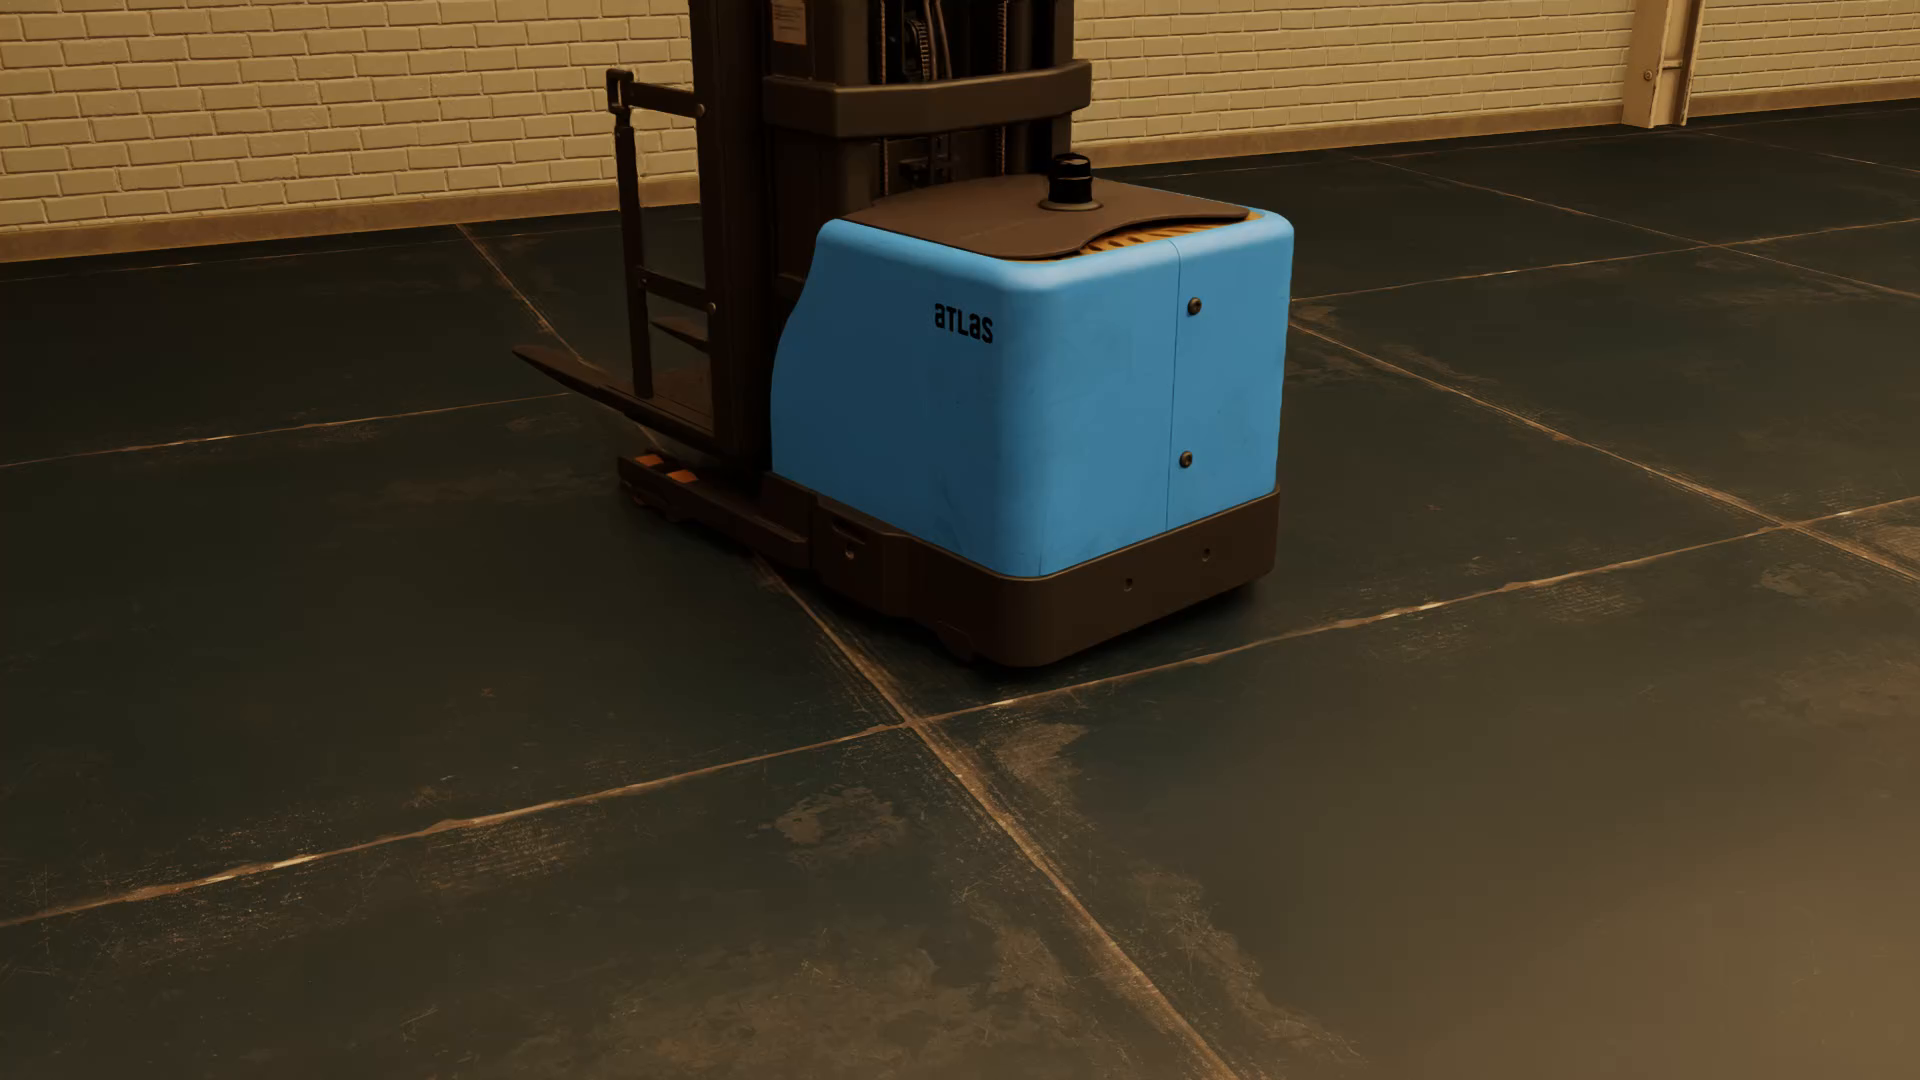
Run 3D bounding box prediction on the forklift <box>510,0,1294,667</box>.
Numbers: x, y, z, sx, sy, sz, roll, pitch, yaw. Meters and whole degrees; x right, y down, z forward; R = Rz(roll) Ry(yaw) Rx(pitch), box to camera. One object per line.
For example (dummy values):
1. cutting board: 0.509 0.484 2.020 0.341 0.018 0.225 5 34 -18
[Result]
1. forklift: -0.451 -1.521 4.947 1.130 2.935 3.031 -19 29 -37
